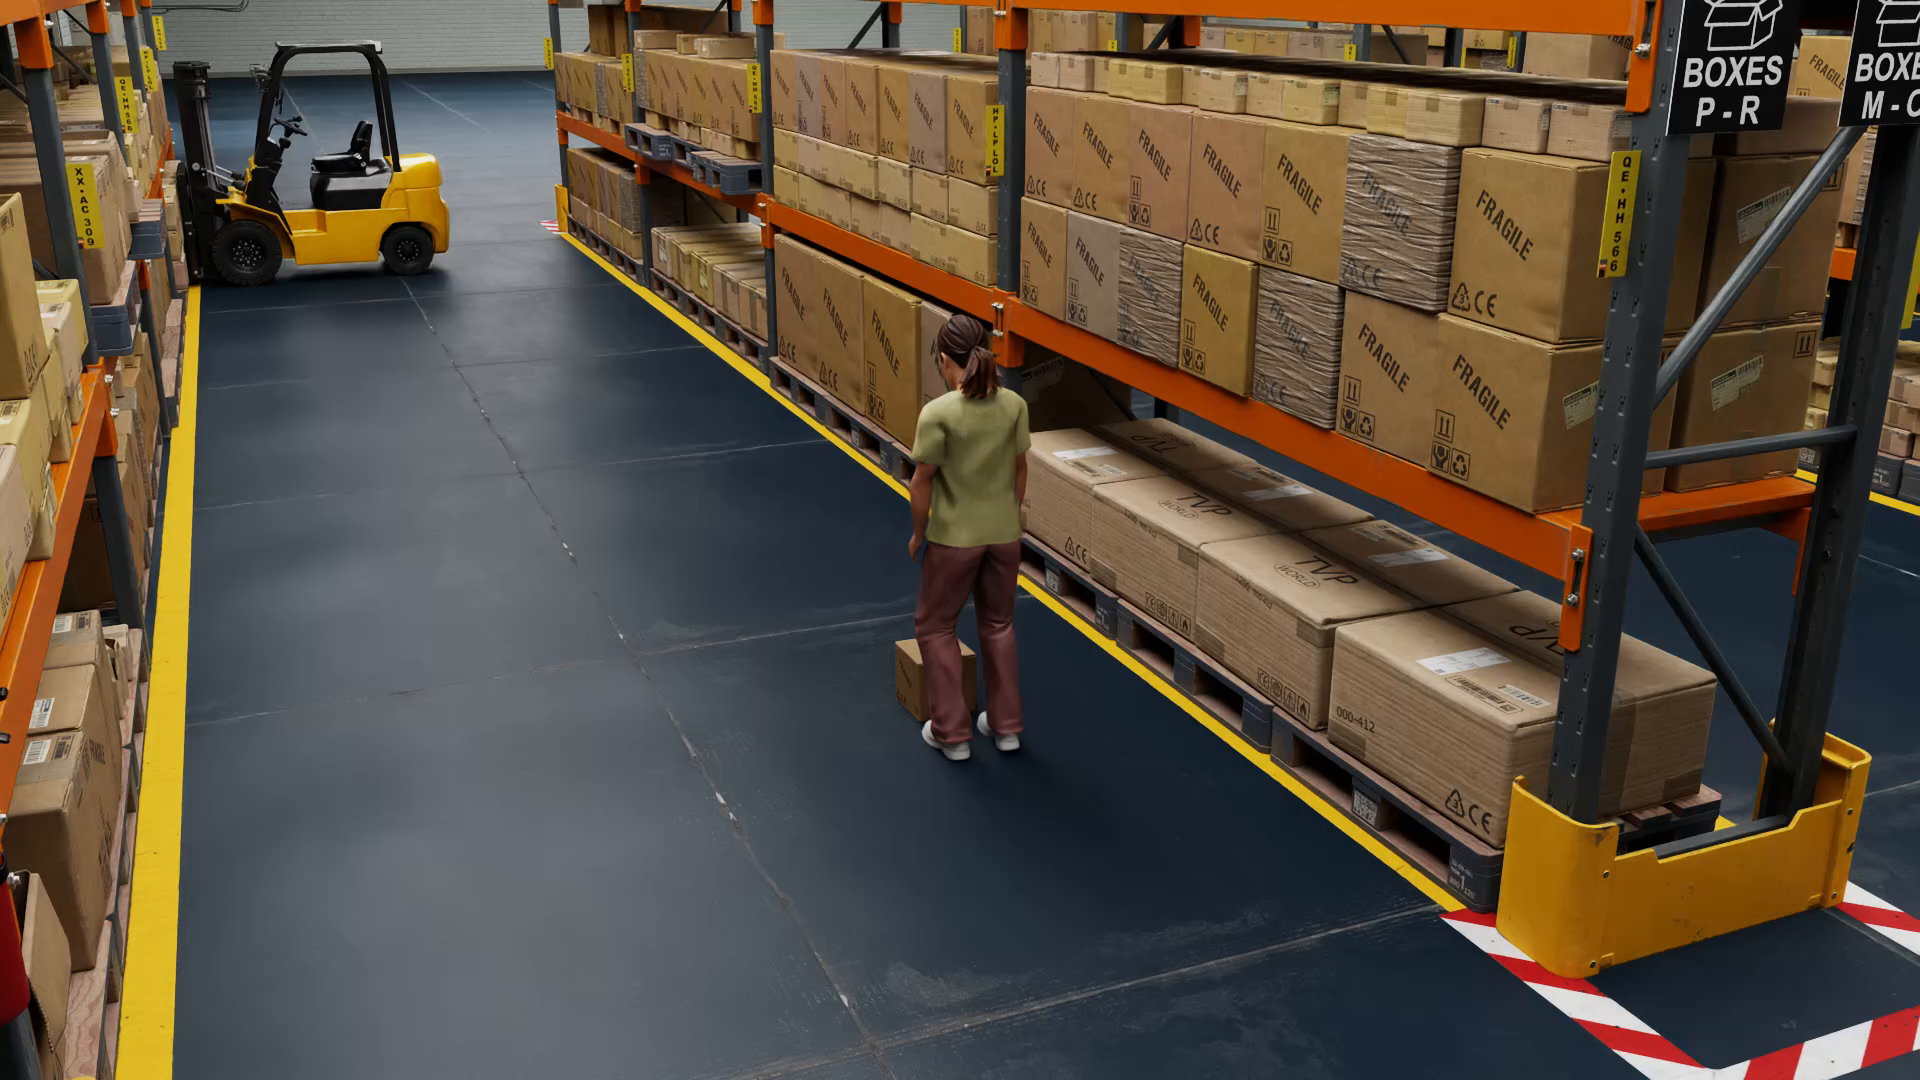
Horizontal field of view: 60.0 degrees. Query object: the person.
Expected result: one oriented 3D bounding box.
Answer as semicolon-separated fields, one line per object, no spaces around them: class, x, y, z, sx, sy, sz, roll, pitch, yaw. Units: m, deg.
person;0.029;0.007;6.089;0.458;1.659;0.351;-7;20;-21
